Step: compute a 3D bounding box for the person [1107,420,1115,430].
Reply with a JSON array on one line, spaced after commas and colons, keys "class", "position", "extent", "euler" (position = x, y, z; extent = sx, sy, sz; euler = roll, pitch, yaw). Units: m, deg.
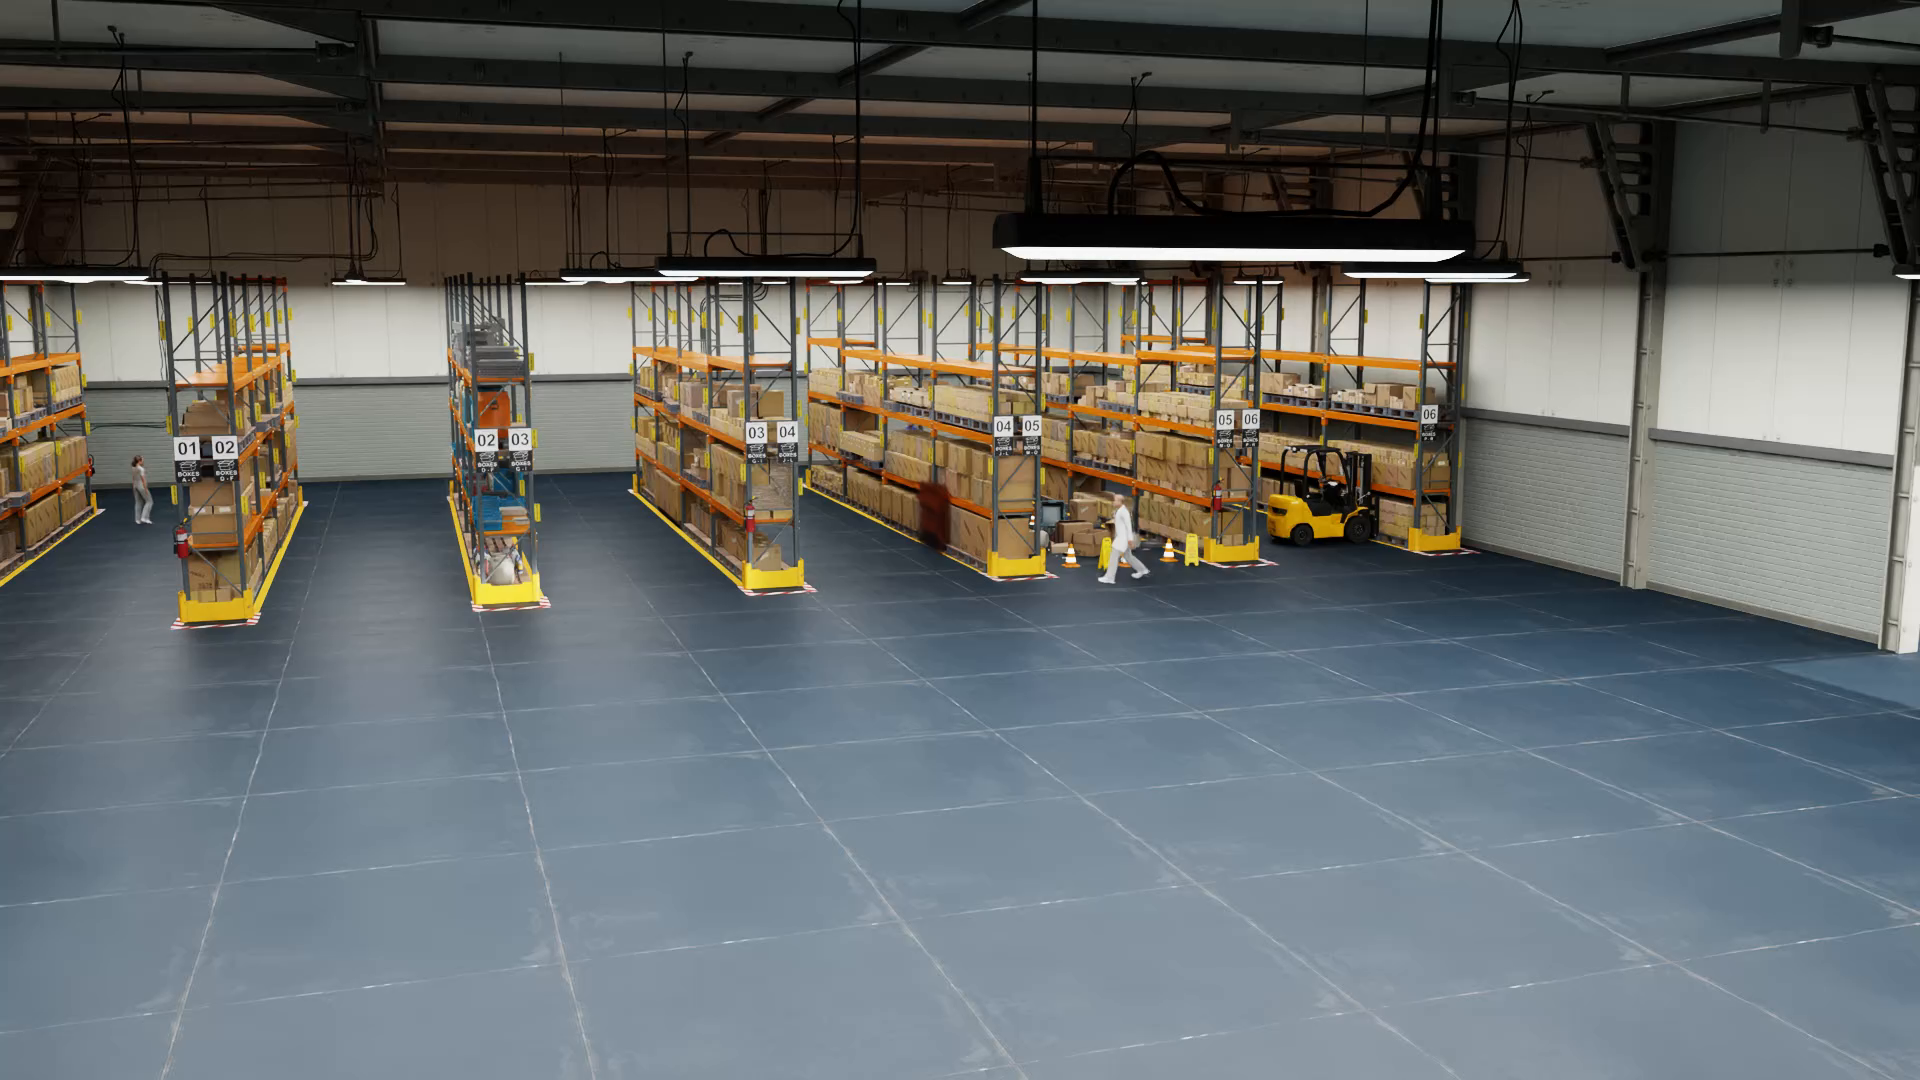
[{"class": "person", "position": [4.776, -3.009, 52.620], "extent": [1.014, 1.594, 0.471], "euler": [-4, 9, -24]}]

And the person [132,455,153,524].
[{"class": "person", "position": [-20.033, -1.229, 40.682], "extent": [0.526, 1.692, 0.381], "euler": [4, 10, 26]}]

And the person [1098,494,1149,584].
[{"class": "person", "position": [3.210, -0.028, 32.481], "extent": [1.144, 1.730, 0.589], "euler": [-2, 9, -15]}]

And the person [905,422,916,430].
[{"class": "person", "position": [-1.526, -3.041, 52.706], "extent": [0.427, 1.618, 0.881], "euler": [8, 12, 44]}]
